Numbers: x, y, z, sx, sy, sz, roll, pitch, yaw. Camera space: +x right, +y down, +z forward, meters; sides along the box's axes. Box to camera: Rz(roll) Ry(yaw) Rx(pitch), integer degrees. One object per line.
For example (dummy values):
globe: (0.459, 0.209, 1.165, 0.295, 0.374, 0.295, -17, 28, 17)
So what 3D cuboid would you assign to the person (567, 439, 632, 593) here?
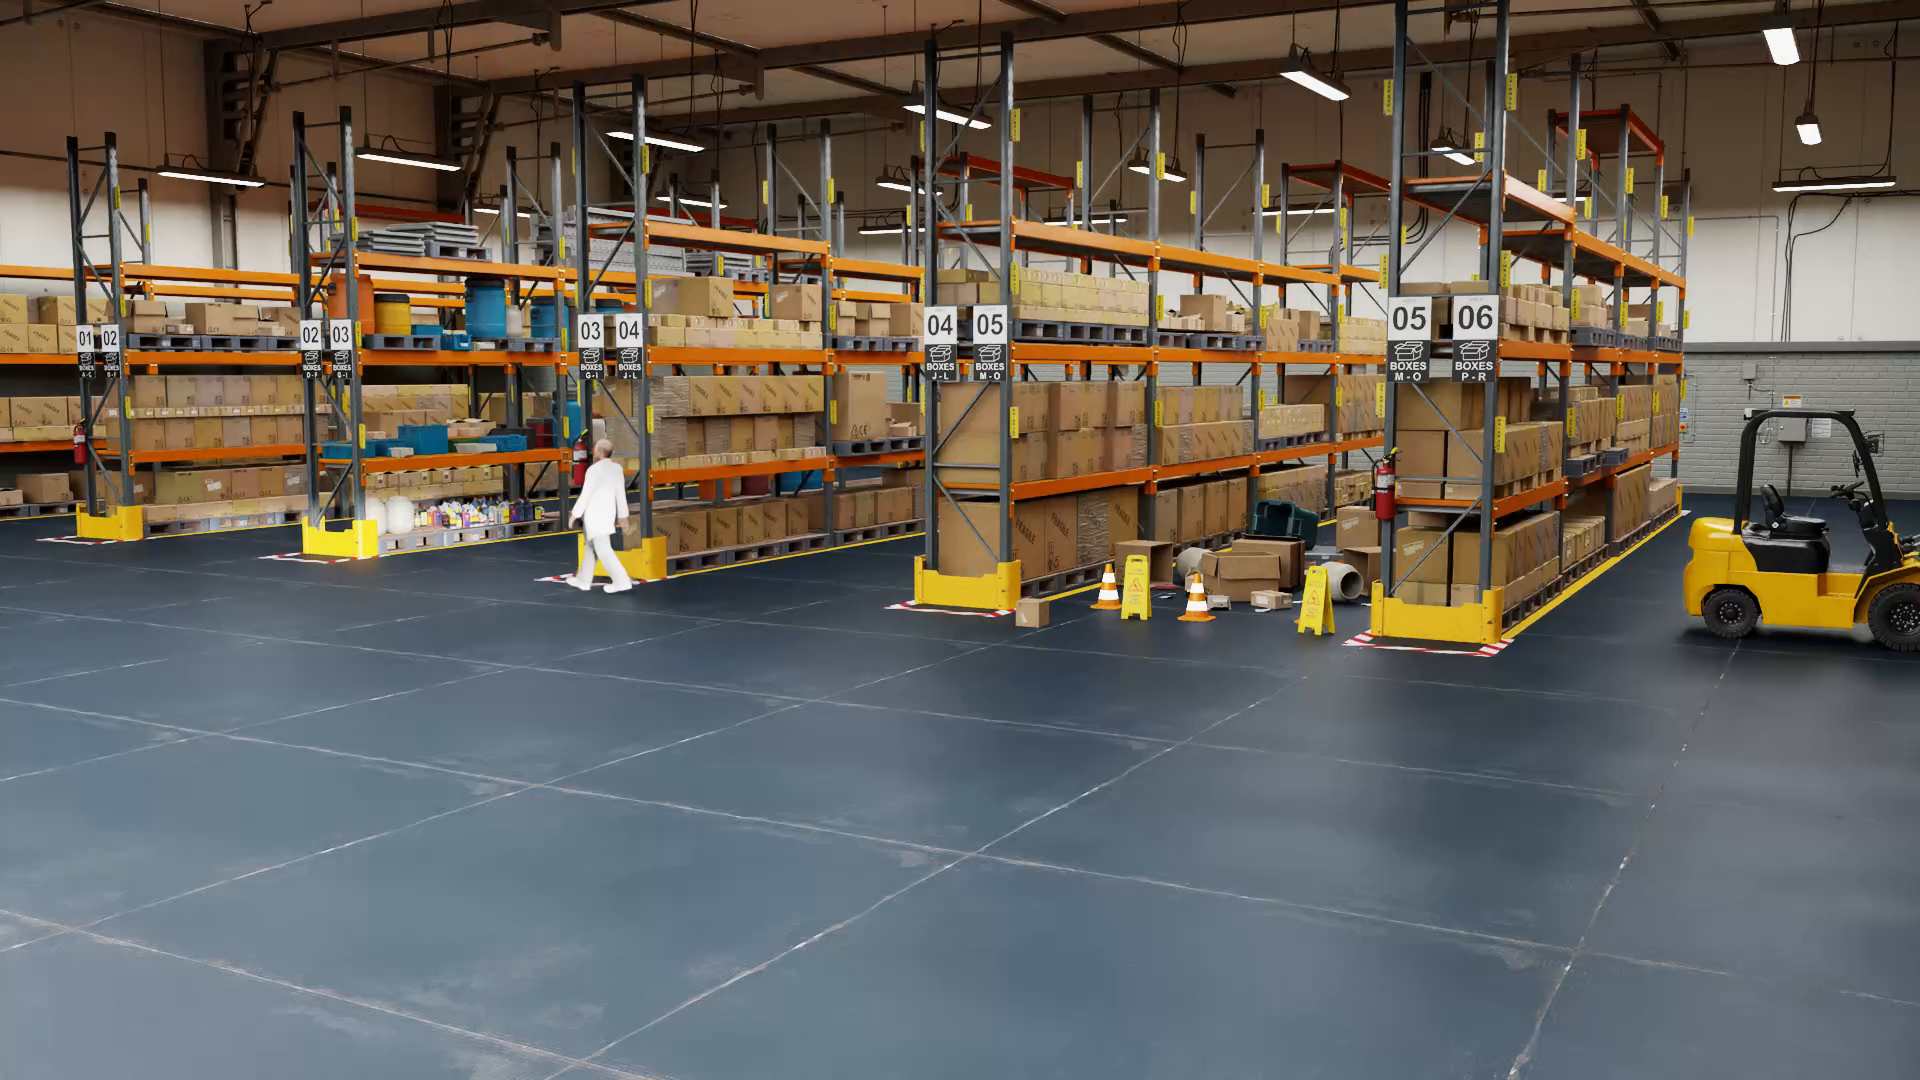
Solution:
person: (-4.112, -0.271, 18.771, 1.083, 1.729, 0.620, 3, 6, 25)
